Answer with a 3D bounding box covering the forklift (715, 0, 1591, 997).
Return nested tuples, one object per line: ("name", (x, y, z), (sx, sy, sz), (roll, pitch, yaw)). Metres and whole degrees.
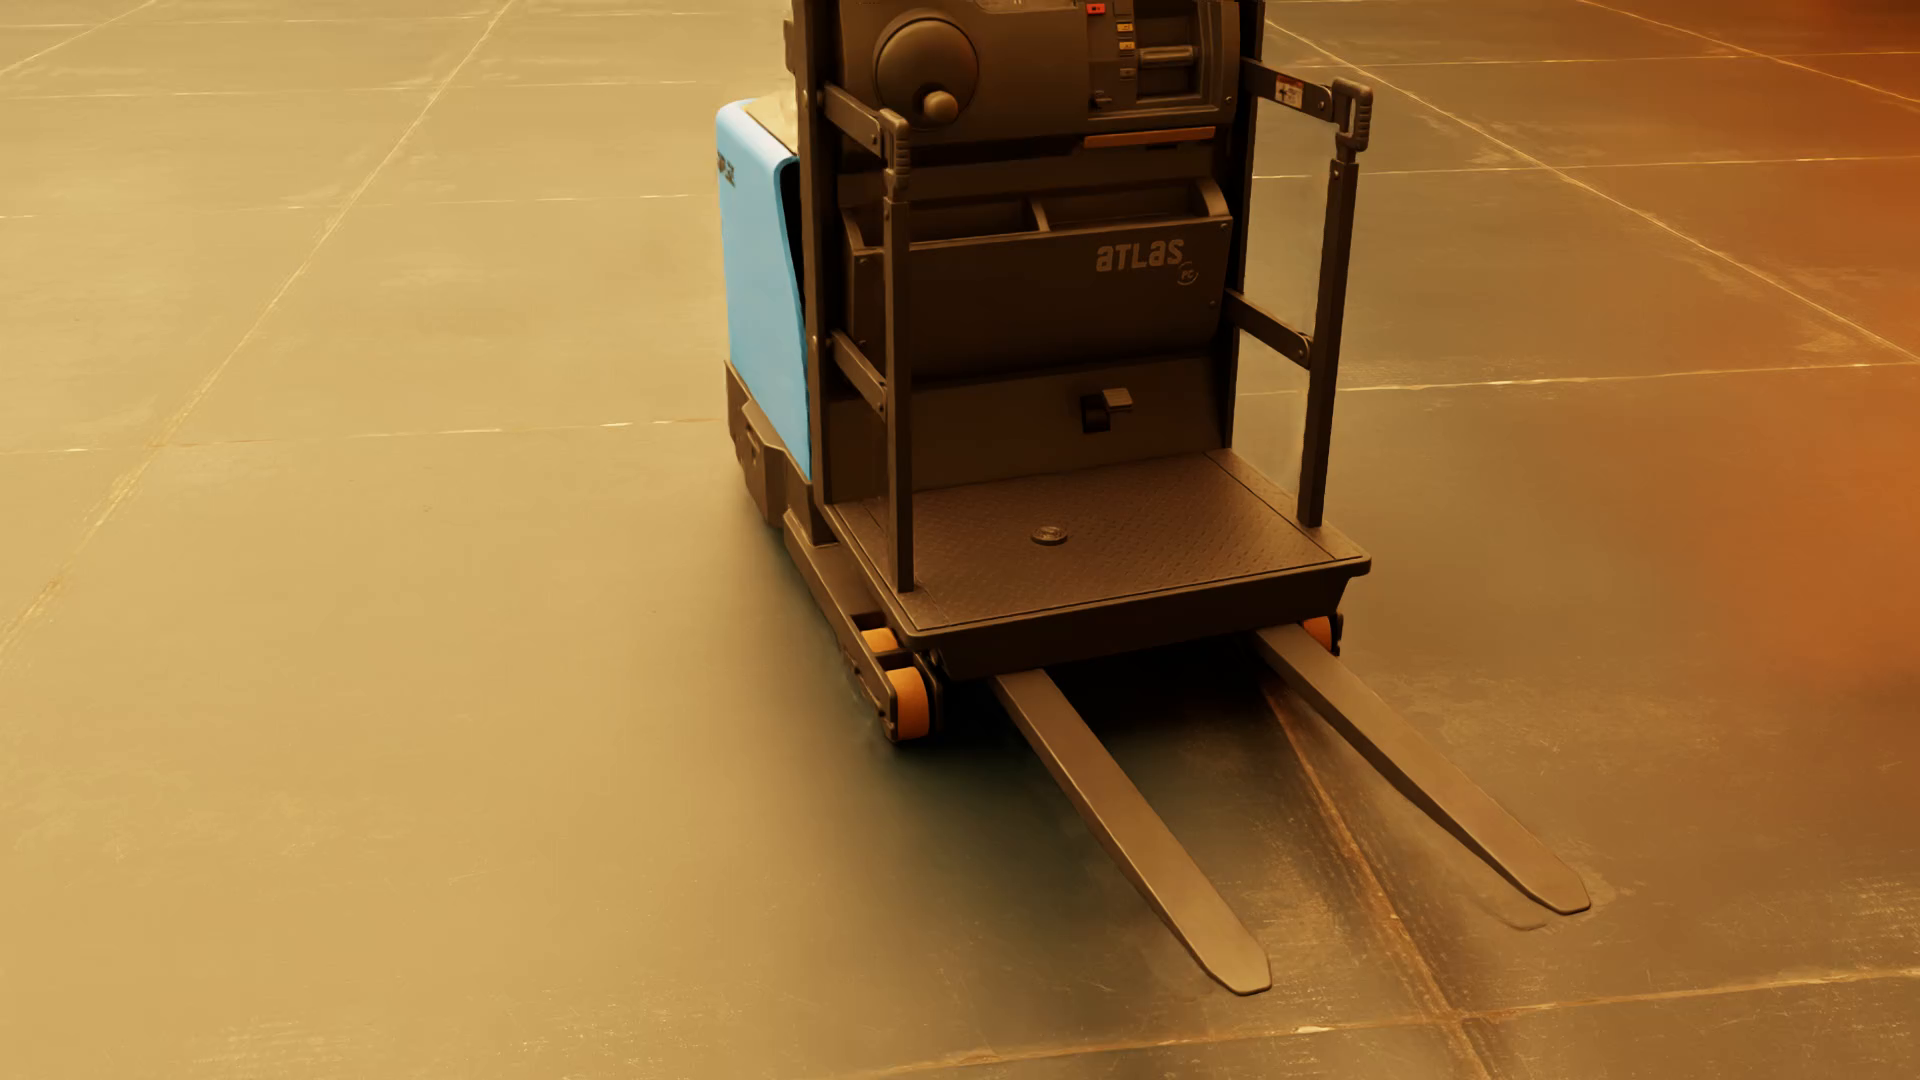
("forklift", (0.254, -1.073, 3.457), (1.130, 2.935, 3.031), (-9, 27, -17))
